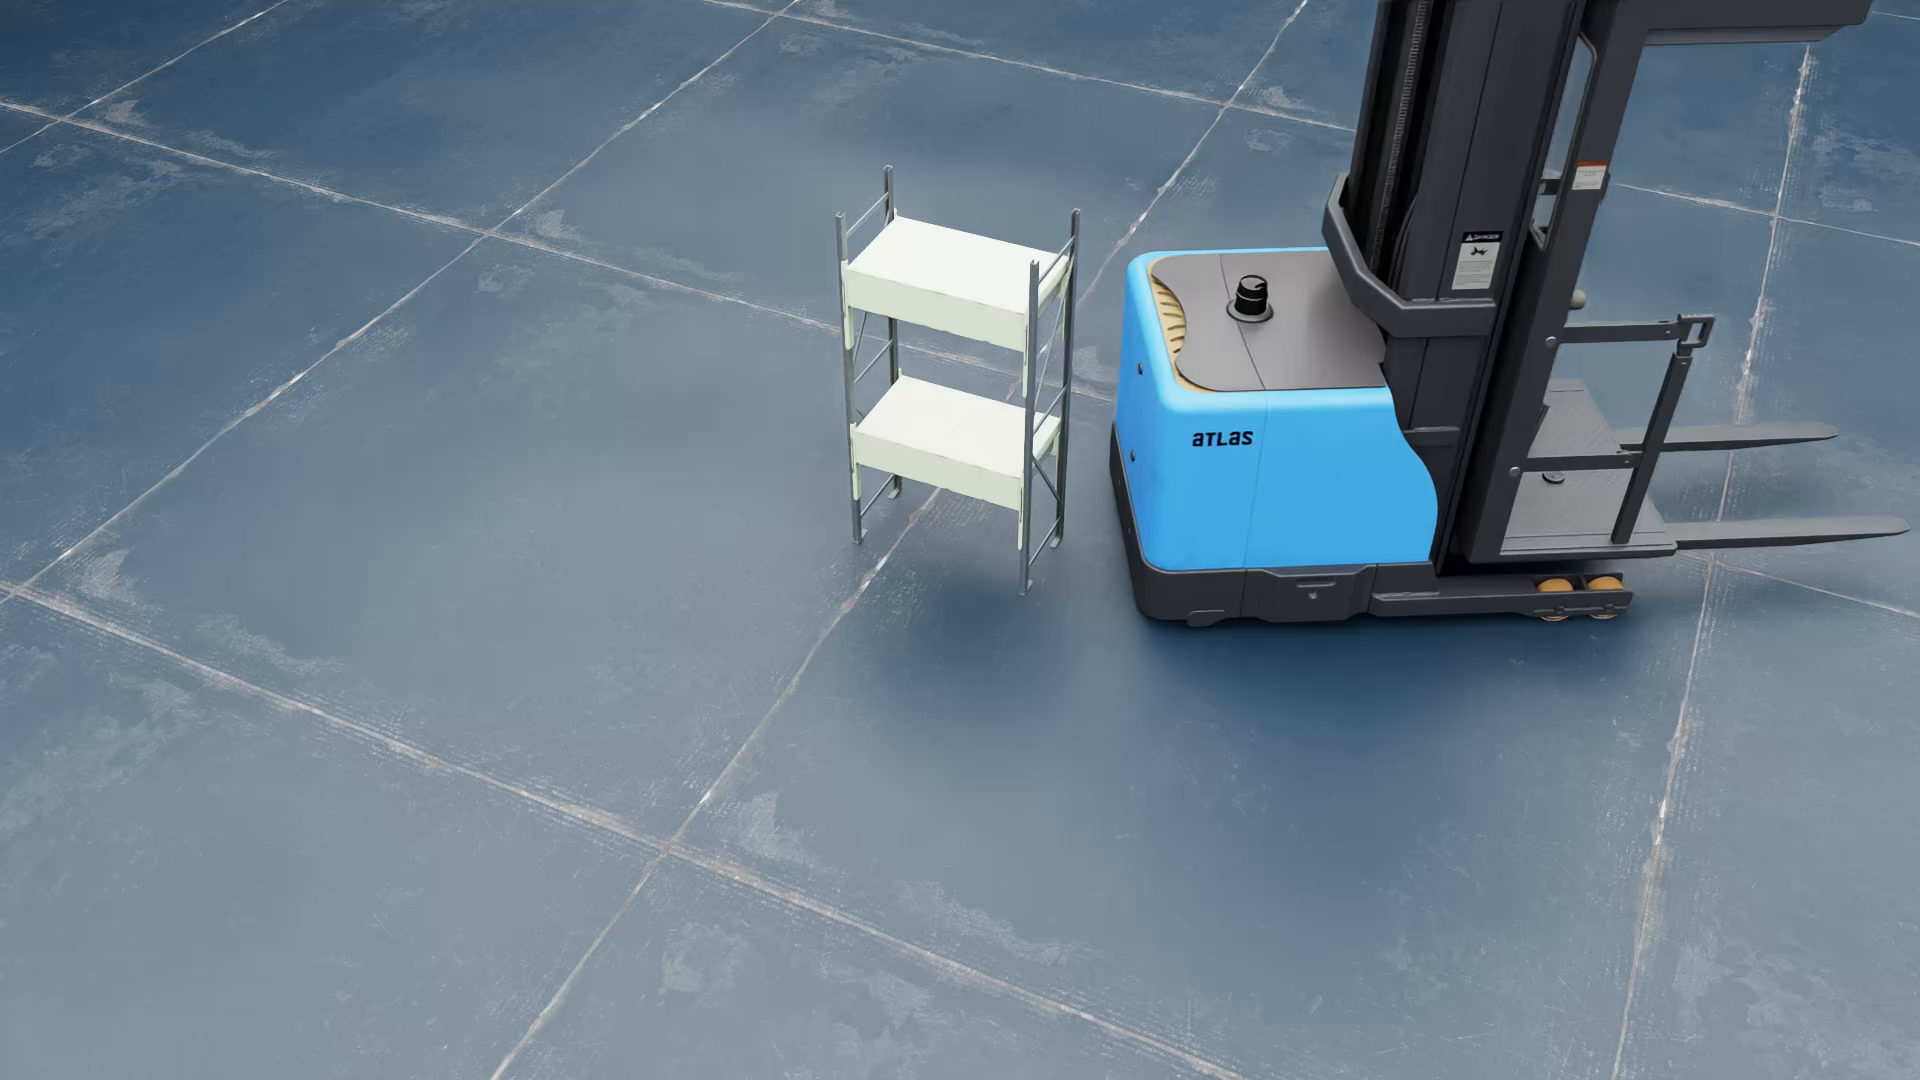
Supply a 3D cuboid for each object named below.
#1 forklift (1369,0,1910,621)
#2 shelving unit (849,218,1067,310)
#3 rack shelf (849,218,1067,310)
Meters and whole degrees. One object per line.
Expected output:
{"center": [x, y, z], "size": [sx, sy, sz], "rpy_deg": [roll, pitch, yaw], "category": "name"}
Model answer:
{"center": [2.593, -1.082, 5.912], "size": [2.170, 2.733, 1.118], "rpy_deg": [-2, 41, -2], "category": "forklift"}
{"center": [-0.006, -0.964, 5.918], "size": [0.686, 0.052, 0.368], "rpy_deg": [17, 44, 19], "category": "shelving unit"}
{"center": [-0.006, -0.964, 5.918], "size": [0.686, 0.052, 0.368], "rpy_deg": [17, 44, 19], "category": "rack shelf"}
